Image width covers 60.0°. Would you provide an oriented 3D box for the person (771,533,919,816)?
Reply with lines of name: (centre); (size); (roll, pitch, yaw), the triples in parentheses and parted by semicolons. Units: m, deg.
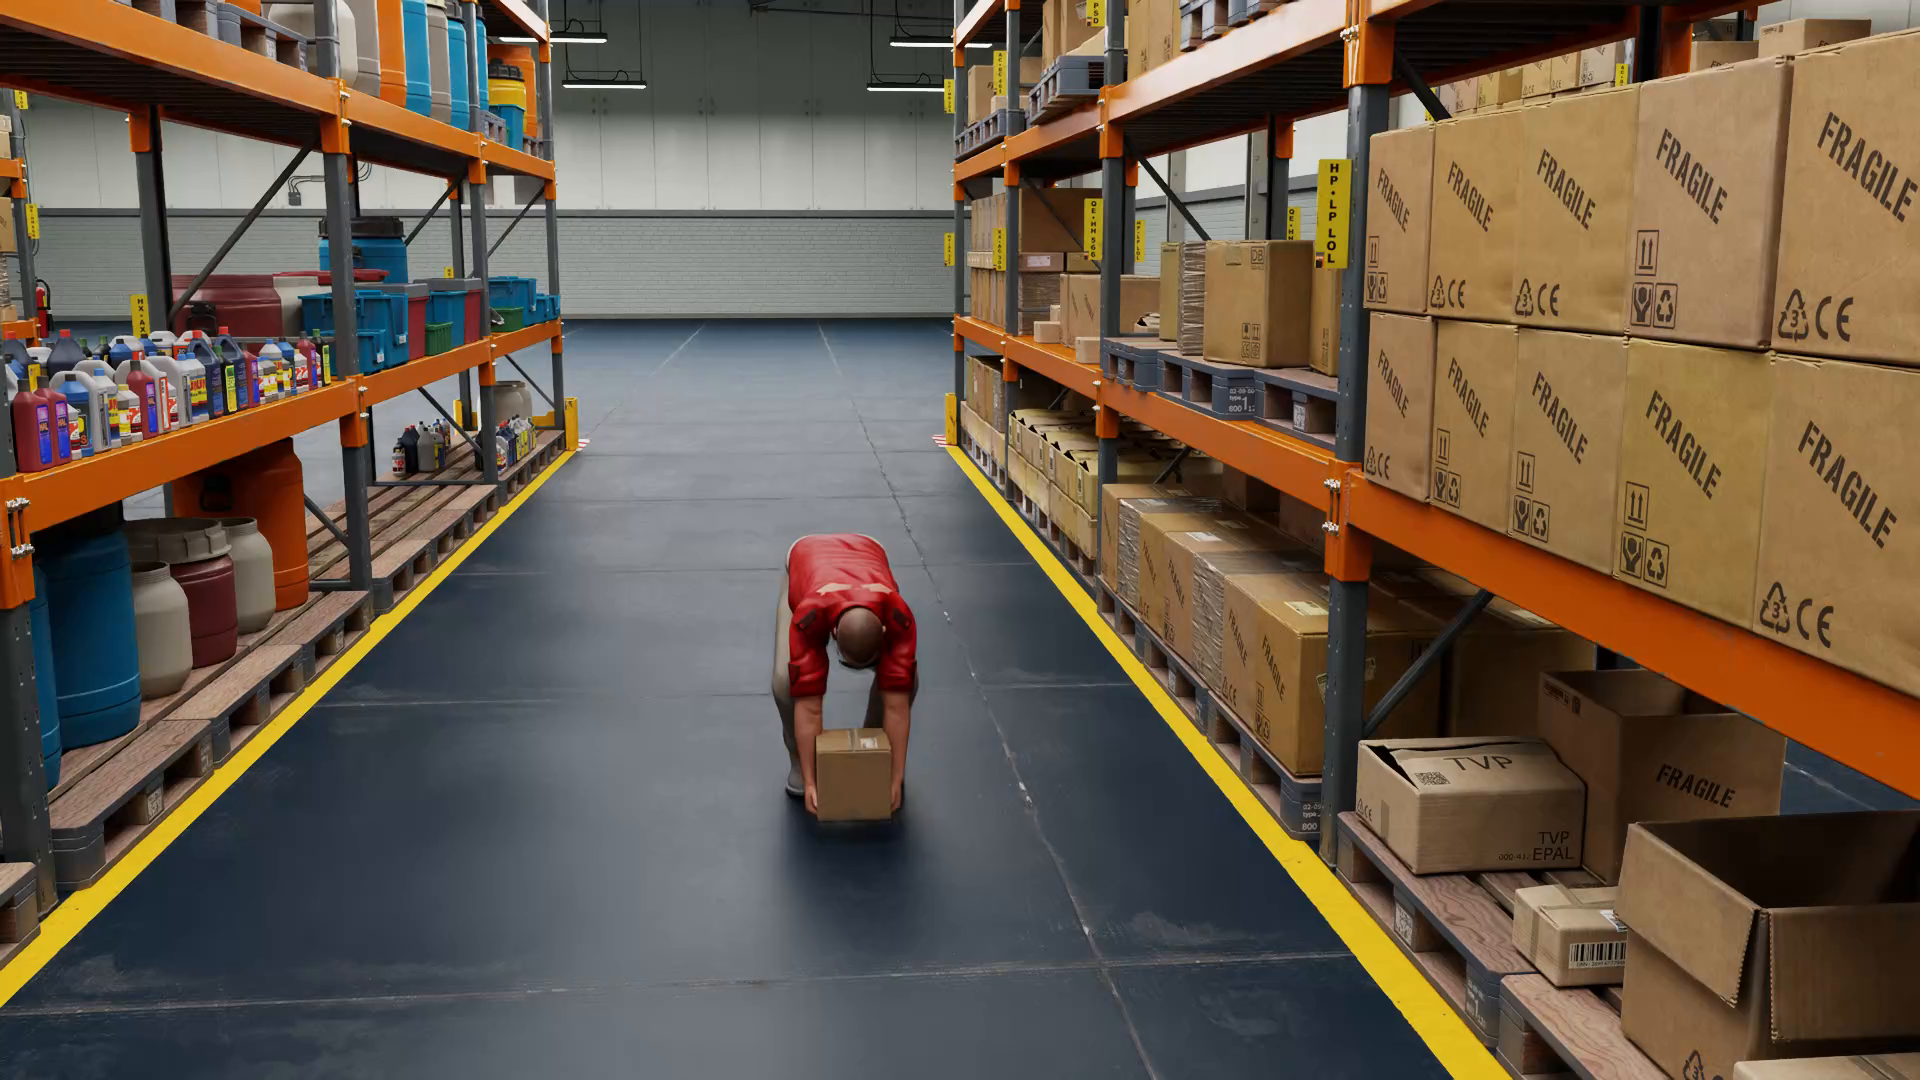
person: (-0.407, 0.480, 5.970); (0.538, 0.949, 0.956); (-2, 10, -9)
